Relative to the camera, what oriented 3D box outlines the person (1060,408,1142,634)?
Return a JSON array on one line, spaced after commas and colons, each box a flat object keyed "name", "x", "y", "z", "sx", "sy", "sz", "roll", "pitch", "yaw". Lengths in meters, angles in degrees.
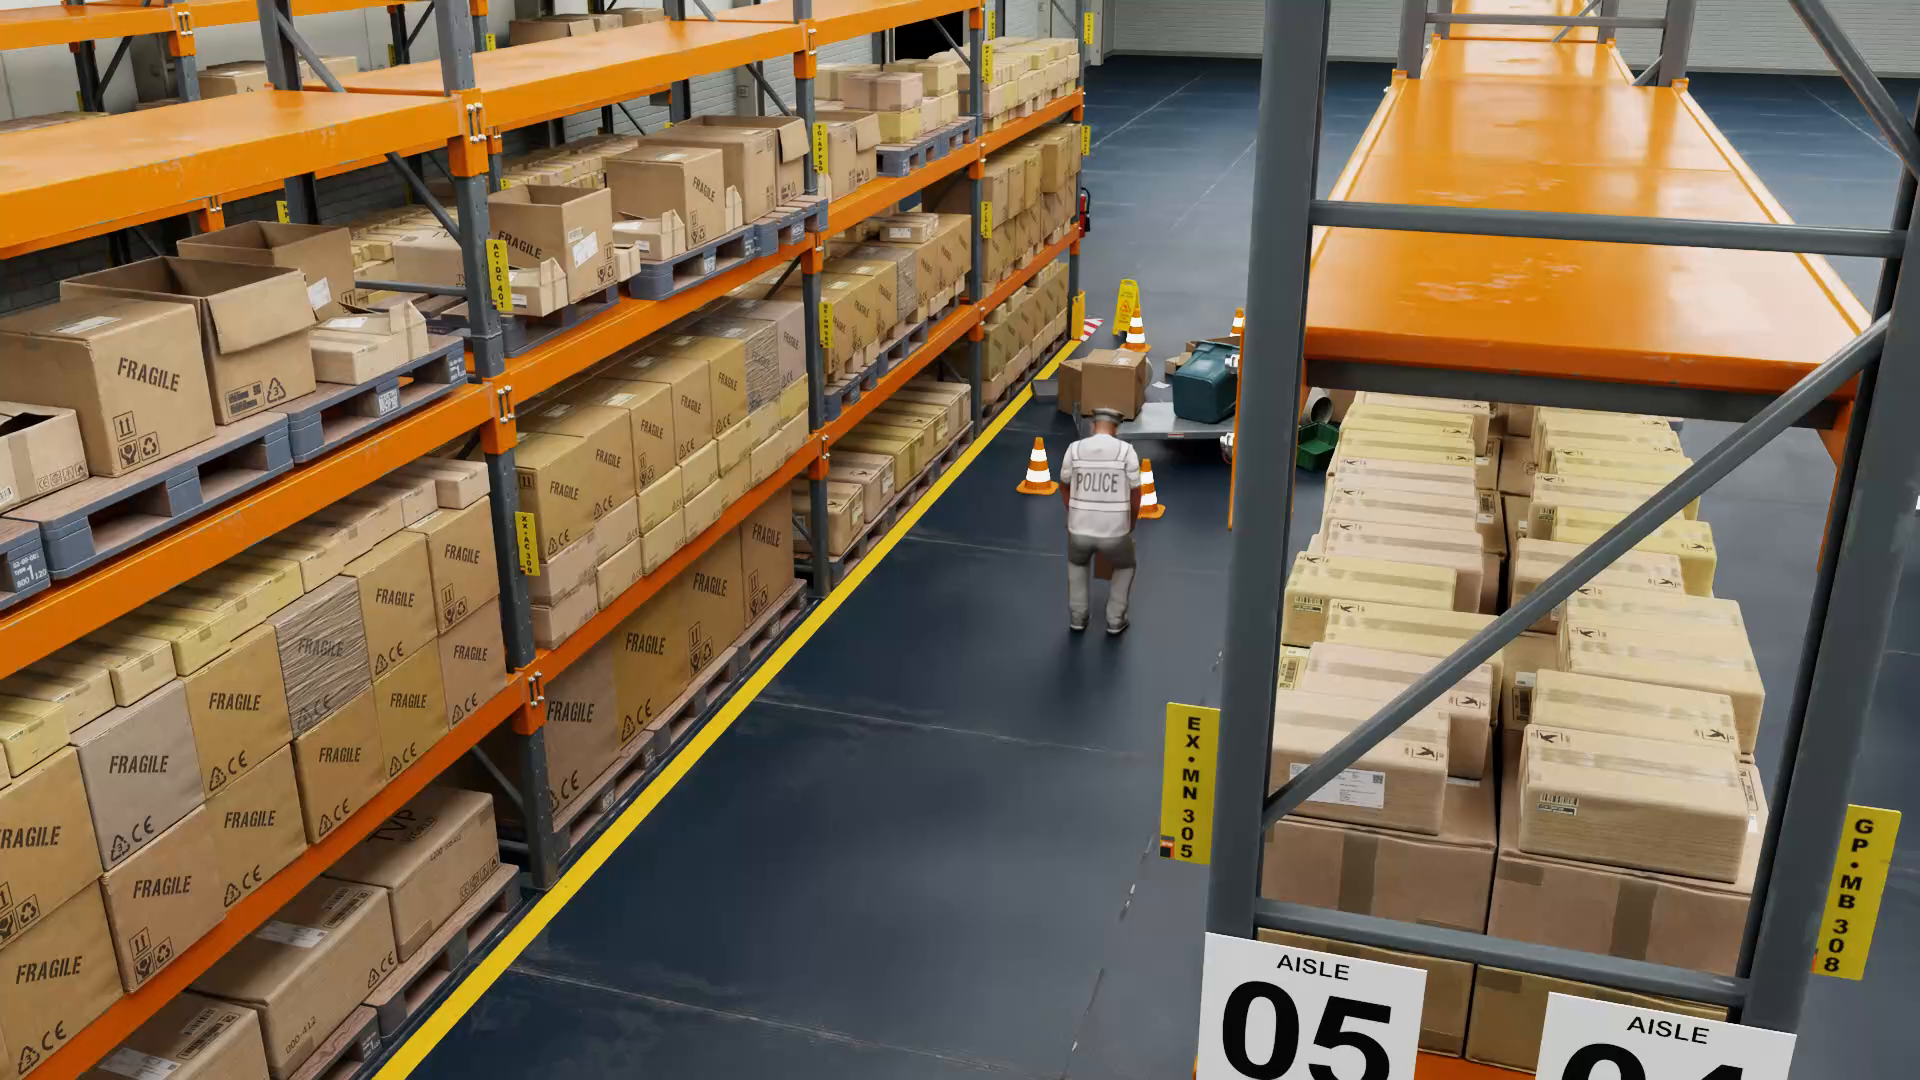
[{"name": "person", "x": 0.970, "y": -0.126, "z": 11.682, "sx": 0.584, "sy": 1.572, "sz": 0.682, "roll": 7, "pitch": 23, "yaw": 16}]
